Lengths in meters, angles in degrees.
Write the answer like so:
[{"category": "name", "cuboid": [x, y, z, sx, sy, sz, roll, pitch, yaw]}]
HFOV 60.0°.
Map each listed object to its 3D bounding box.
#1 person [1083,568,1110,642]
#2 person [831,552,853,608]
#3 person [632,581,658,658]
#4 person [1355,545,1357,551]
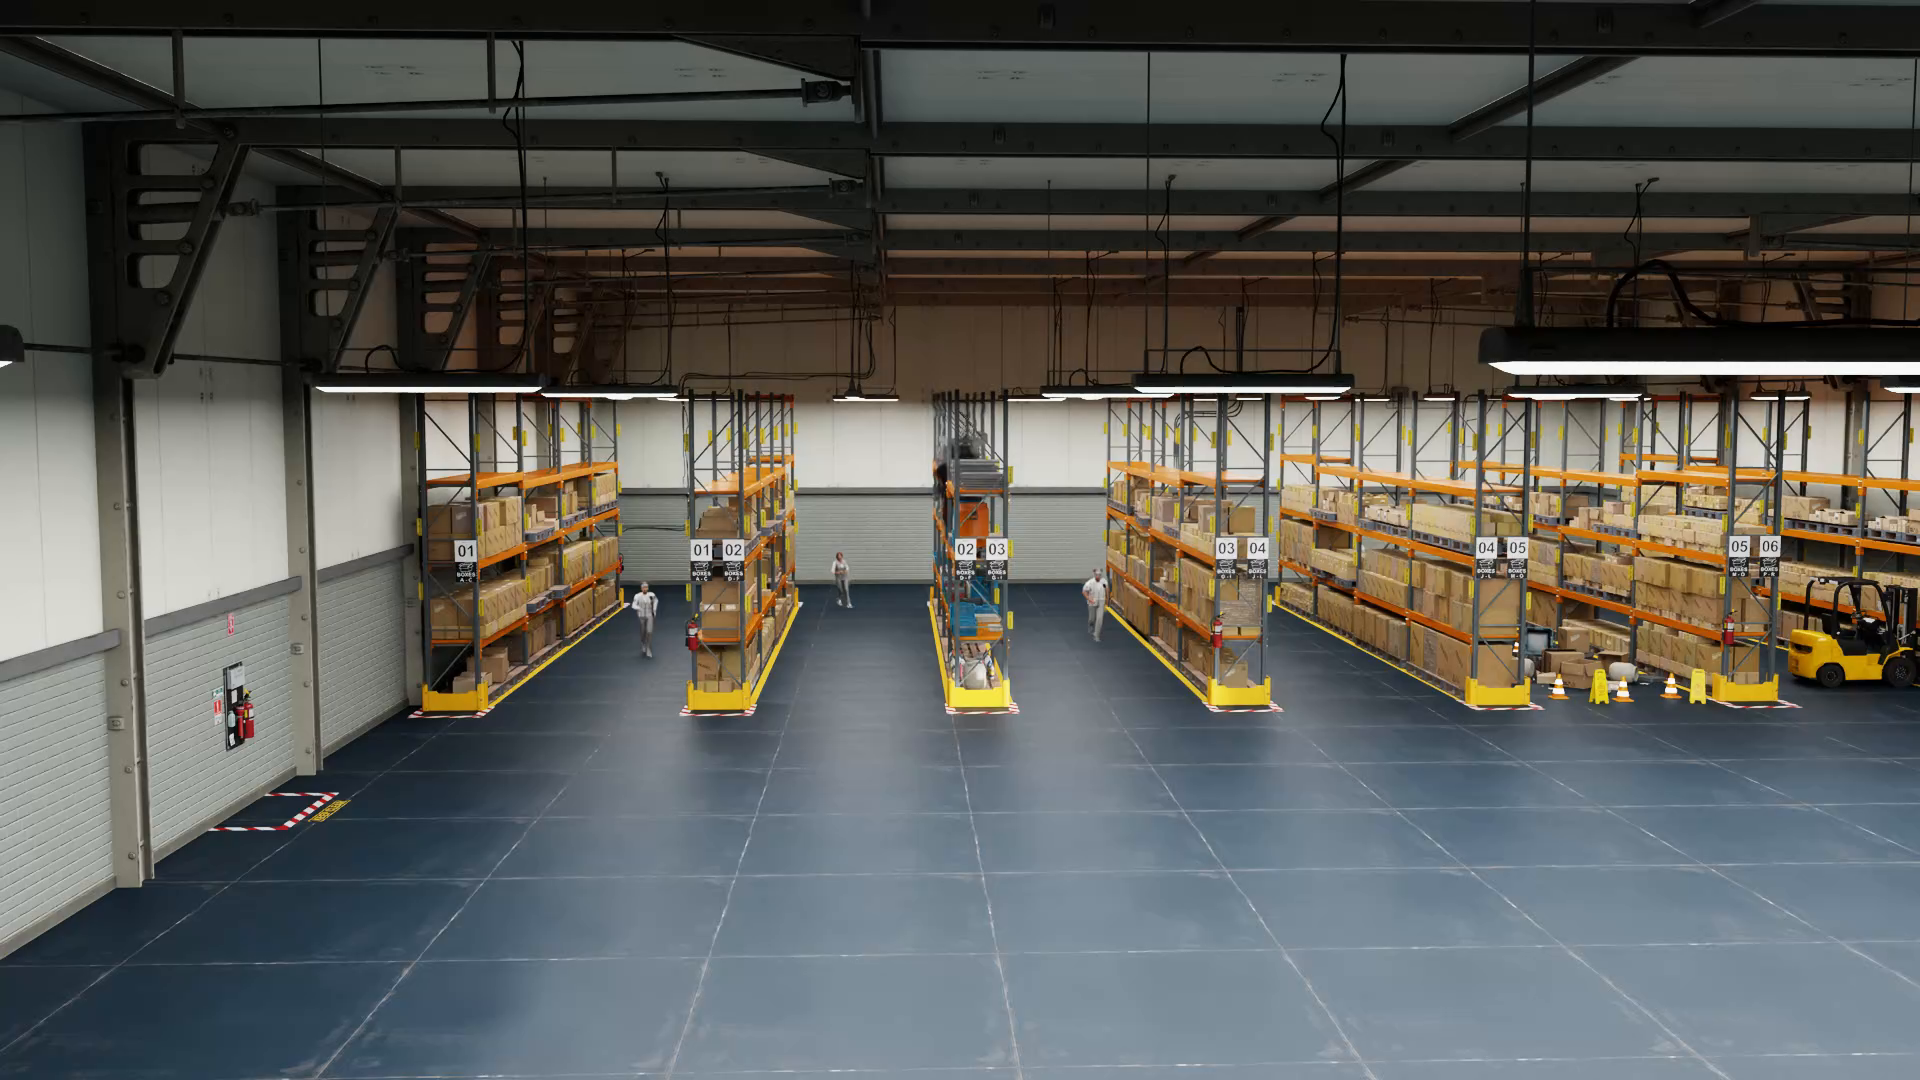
[{"category": "person", "cuboid": [3.321, 1.558, 40.498, 0.687, 1.775, 0.913, -1, 5, -7]}, {"category": "person", "cuboid": [-3.360, 1.112, 46.663, 0.569, 1.560, 0.892, -2, 5, -25]}, {"category": "person", "cuboid": [-7.189, 1.779, 37.967, 0.562, 1.719, 0.857, -1, 5, -7]}, {"category": "person", "cuboid": [11.407, 0.976, 47.584, 0.744, 1.717, 0.560, -1, 5, -17]}]
